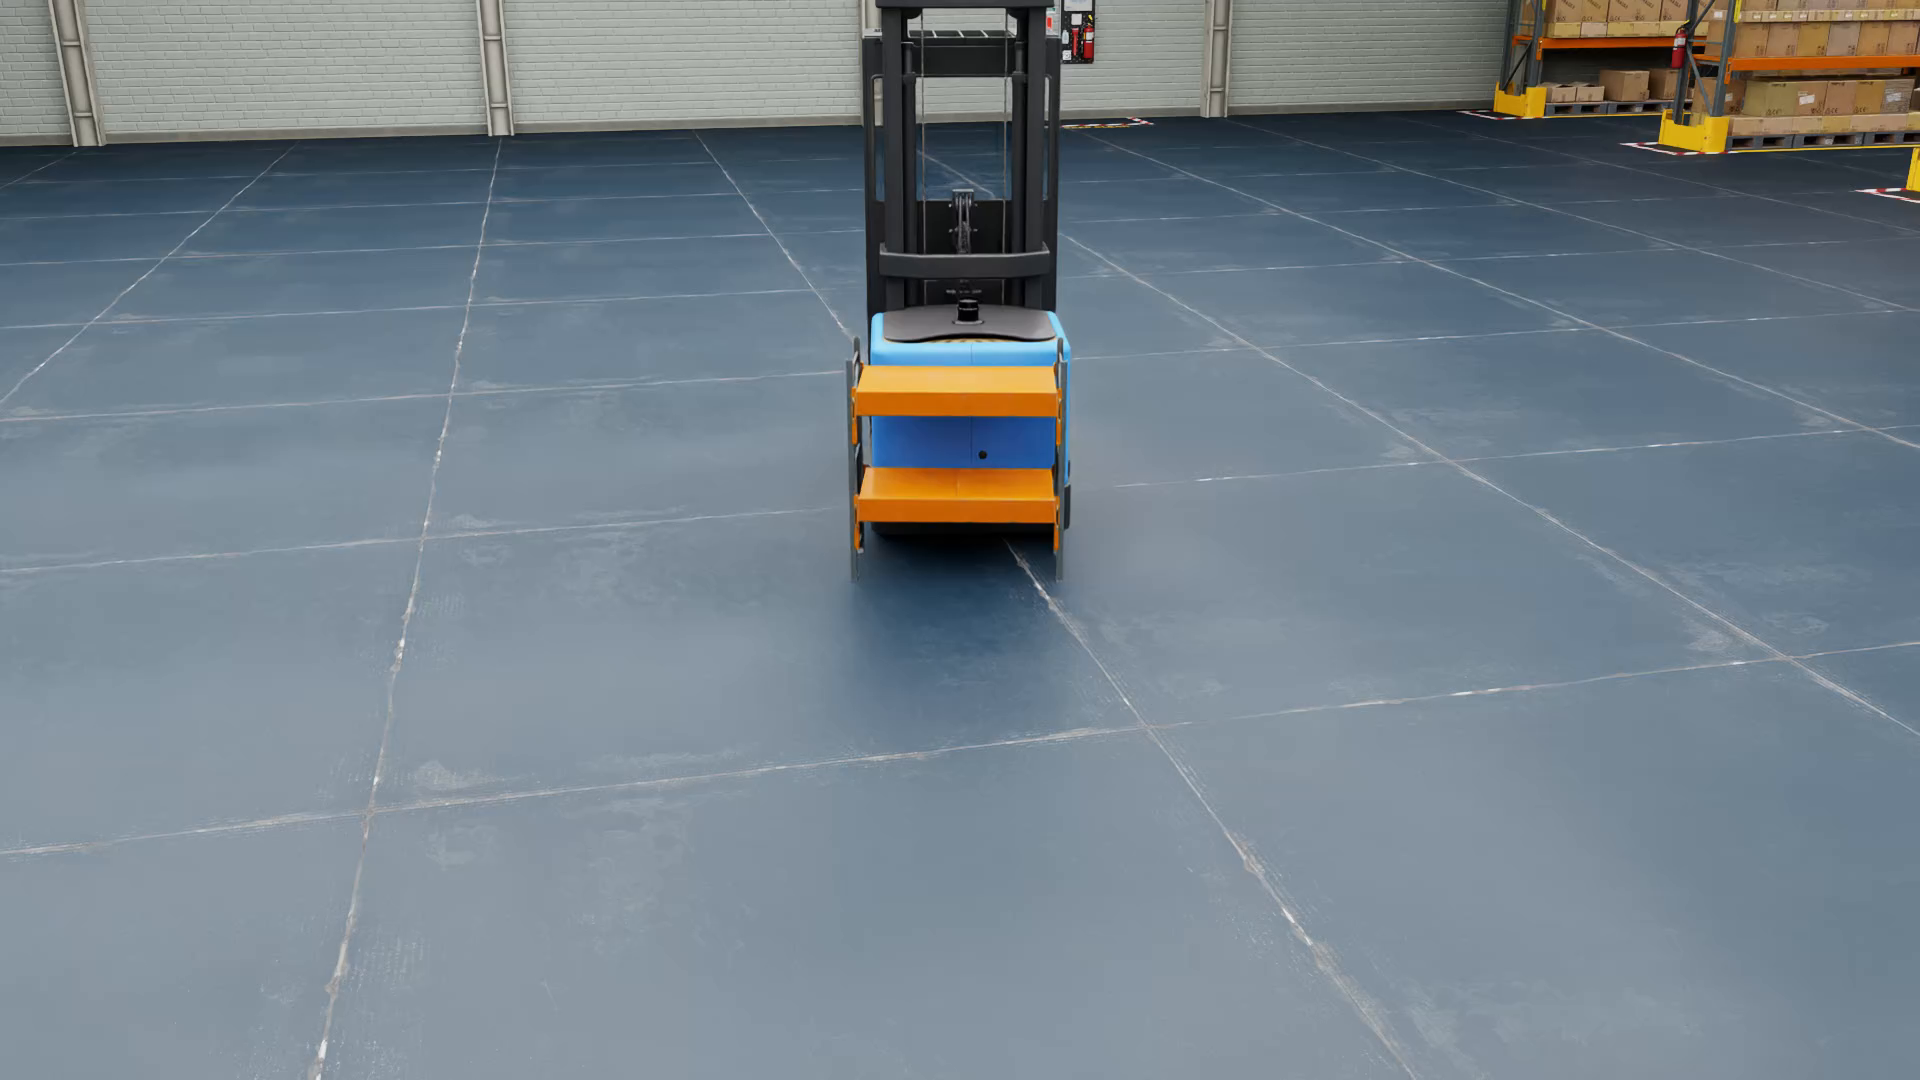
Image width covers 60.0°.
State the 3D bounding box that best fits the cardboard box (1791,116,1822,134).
[{"bbox_3d":[12.457,-6.213,24.801,0.500,0.250,0.500,-5,21,-12],"label":"cardboard box"}]

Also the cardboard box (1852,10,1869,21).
[{"bbox_3d":[13.095,-7.711,24.416,0.250,0.149,0.380,-4,20,-11],"label":"cardboard box"}]

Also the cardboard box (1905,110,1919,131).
[{"bbox_3d":[14.403,-6.371,25.234,0.500,0.250,0.500,-5,21,-12],"label":"cardboard box"}]

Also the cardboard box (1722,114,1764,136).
[{"bbox_3d":[11.484,-6.132,24.582,0.500,0.250,0.500,-5,21,-12],"label":"cardboard box"}]

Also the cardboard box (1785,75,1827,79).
[{"bbox_3d":[12.821,-6.782,25.264,0.500,0.500,0.500,-5,21,-12],"label":"cardboard box"}]

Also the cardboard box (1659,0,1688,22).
[{"bbox_3d":[12.295,-9.305,28.955,0.500,0.500,0.500,-5,21,-14],"label":"cardboard box"}]

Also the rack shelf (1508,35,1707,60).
[{"bbox_3d":[11.714,-8.737,29.350,4.000,0.370,1.077,-5,21,-12],"label":"rack shelf"}]

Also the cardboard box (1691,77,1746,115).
[{"bbox_3d":[11.365,-6.659,24.928,0.500,0.500,0.500,-5,21,-12],"label":"cardboard box"}]

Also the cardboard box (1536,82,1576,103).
[{"bbox_3d":[10.462,-7.885,29.248,0.500,0.311,0.500,-7,21,-19],"label":"cardboard box"}]

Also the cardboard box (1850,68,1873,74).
[{"bbox_3d":[16.336,-8.506,30.669,0.500,0.500,0.700,-5,21,-13],"label":"cardboard box"}]

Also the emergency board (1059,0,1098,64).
[{"bbox_3d":[1.997,-8.604,27.940,0.643,1.169,0.194,-5,21,-12],"label":"emergency board"}]

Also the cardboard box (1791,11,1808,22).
[{"bbox_3d":[12.088,-7.629,24.192,0.250,0.149,0.380,-5,21,-13],"label":"cardboard box"}]

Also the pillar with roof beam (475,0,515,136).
[{"bbox_3d":[-6.276,-9.212,20.881,0.400,9.000,9.100,-5,21,-12],"label":"pillar with roof beam"}]

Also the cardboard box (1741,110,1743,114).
[{"bbox_3d":[11.849,-6.349,25.174,0.500,0.250,0.500,-5,21,-12],"label":"cardboard box"}]

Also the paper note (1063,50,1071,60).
[{"bbox_3d":[1.809,-8.199,28.117,0.142,0.148,0.016,-5,21,-12],"label":"paper note"}]

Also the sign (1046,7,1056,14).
[{"bbox_3d":[1.442,-8.857,27.811,0.331,0.109,0.001,-5,21,-12],"label":"sign"}]

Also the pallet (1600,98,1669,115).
[{"bbox_3d":[11.825,-7.761,29.694,1.213,0.211,1.003,-5,21,-12],"label":"pallet"}]

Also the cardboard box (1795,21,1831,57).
[{"bbox_3d":[12.363,-7.419,24.560,0.500,0.500,0.700,-5,21,-12],"label":"cardboard box"}]

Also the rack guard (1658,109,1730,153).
[{"bbox_3d":[10.888,-6.083,24.693,0.348,0.500,1.175,-5,21,-12],"label":"rack guard"}]

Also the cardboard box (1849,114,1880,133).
[{"bbox_3d":[13.431,-6.290,25.013,0.500,0.250,0.500,-5,21,-12],"label":"cardboard box"}]

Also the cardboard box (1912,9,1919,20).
[{"bbox_3d":[14.093,-7.793,24.639,0.250,0.149,0.380,-5,21,-14],"label":"cardboard box"}]

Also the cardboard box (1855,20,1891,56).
[{"bbox_3d":[13.373,-7.502,24.789,0.500,0.500,0.700,-4,21,-12],"label":"cardboard box"}]

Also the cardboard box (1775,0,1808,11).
[{"bbox_3d":[11.931,-7.995,24.247,0.500,0.500,0.700,-5,21,-14],"label":"cardboard box"}]

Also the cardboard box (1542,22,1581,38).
[{"bbox_3d":[10.316,-8.788,28.632,0.500,0.250,0.500,-5,21,-14],"label":"cardboard box"}]

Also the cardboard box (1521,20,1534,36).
[{"bbox_3d":[10.178,-8.957,29.095,0.500,0.250,0.500,-4,21,-12],"label":"cardboard box"}]

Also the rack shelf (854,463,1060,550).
[{"bbox_3d":[-0.012,-0.172,8.360,1.000,0.278,0.538,0,20,1],"label":"rack shelf"}]

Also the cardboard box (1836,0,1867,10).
[{"bbox_3d":[12.908,-8.075,24.465,0.500,0.500,0.700,-5,21,-12],"label":"cardboard box"}]

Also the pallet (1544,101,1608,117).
[{"bbox_3d":[10.641,-7.665,29.434,1.213,0.211,1.003,-5,21,-12],"label":"pallet"}]

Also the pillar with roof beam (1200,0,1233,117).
[{"bbox_3d":[5.402,-10.162,23.474,0.400,9.000,9.100,-5,21,-12],"label":"pillar with roof beam"}]

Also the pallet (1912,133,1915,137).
[{"bbox_3d":[15.512,-6.337,25.807,1.213,0.211,1.003,-5,21,-12],"label":"pallet"}]

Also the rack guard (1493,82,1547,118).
[{"bbox_3d":[9.842,-7.749,29.241,0.348,0.500,1.175,-5,21,-12],"label":"rack guard"}]

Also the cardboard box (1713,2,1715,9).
[{"bbox_3d":[13.272,-9.383,29.167,0.500,0.500,0.500,-5,21,-13],"label":"cardboard box"}]

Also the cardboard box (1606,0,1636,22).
[{"bbox_3d":[11.289,-9.219,28.720,0.500,0.500,0.500,-5,21,-14],"label":"cardboard box"}]

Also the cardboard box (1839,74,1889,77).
[{"bbox_3d":[13.796,-6.859,25.475,0.500,0.500,0.500,-5,21,-12],"label":"cardboard box"}]

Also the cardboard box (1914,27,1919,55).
[{"bbox_3d":[14.374,-7.585,25.014,0.500,0.500,0.700,-5,21,-14],"label":"cardboard box"}]

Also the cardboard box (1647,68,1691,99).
[{"bbox_3d":[12.660,-8.170,29.752,0.500,0.500,0.500,-6,21,-17],"label":"cardboard box"}]

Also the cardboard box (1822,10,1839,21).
[{"bbox_3d":[12.596,-7.672,24.308,0.250,0.149,0.380,-5,21,-13],"label":"cardboard box"}]

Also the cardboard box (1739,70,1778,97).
[{"bbox_3d":[14.373,-8.330,30.187,0.500,0.500,0.700,-4,20,-11],"label":"cardboard box"}]

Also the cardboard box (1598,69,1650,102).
[{"bbox_3d":[11.742,-8.060,29.452,0.500,0.500,0.700,-6,21,-16],"label":"cardboard box"}]

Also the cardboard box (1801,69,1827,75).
[{"bbox_3d":[15.370,-8.414,30.418,0.500,0.500,0.700,-4,21,-12],"label":"cardboard box"}]

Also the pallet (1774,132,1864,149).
[{"bbox_3d":[12.831,-6.119,25.212,1.213,0.211,1.003,-5,21,-12],"label":"pallet"}]

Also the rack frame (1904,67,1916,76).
[{"bbox_3d":[14.804,-7.575,25.133,0.127,3.000,1.000,-5,21,-12],"label":"rack frame"}]

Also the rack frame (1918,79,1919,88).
[{"bbox_3d":[17.553,-9.549,30.523,0.127,3.000,1.000,-5,21,-12],"label":"rack frame"}]

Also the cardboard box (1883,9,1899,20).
[{"bbox_3d":[13.598,-7.753,24.531,0.250,0.149,0.380,-5,21,-13],"label":"cardboard box"}]

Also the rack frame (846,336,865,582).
[{"bbox_3d":[-0.520,-0.405,8.286,0.032,1.125,0.500,0,20,1],"label":"rack frame"}]

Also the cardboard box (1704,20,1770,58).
[{"bbox_3d":[11.369,-7.338,24.340,0.500,0.500,0.700,-5,21,-12],"label":"cardboard box"}]

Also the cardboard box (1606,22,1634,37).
[{"bbox_3d":[11.315,-8.872,28.862,0.500,0.250,0.500,-5,21,-13],"label":"cardboard box"}]

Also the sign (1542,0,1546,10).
[{"bbox_3d":[9.893,-9.141,28.150,0.005,0.325,0.100,-5,21,-12],"label":"sign"}]

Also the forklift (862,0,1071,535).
[{"bbox_3d":[-0.003,-1.863,9.639,1.130,2.935,3.031,-1,20,-2],"label":"forklift"}]

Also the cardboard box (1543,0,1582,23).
[{"bbox_3d":[10.302,-9.145,28.516,0.500,0.500,0.500,-5,21,-12],"label":"cardboard box"}]

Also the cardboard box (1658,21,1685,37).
[{"bbox_3d":[12.297,-8.951,29.079,0.500,0.250,0.500,-5,21,-13],"label":"cardboard box"}]

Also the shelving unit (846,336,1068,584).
[{"bbox_3d":[-0.012,-0.402,8.276,1.048,1.125,0.538,0,20,1],"label":"shelving unit"}]

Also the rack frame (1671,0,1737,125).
[{"bbox_3d":[10.911,-7.258,24.268,0.127,3.000,1.000,-5,21,-12],"label":"rack frame"}]

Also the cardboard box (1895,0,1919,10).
[{"bbox_3d":[13.882,-8.153,24.680,0.500,0.500,0.700,-5,21,-13],"label":"cardboard box"}]

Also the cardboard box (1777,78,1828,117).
[{"bbox_3d":[12.454,-6.569,24.682,0.500,0.500,0.500,-5,21,-12],"label":"cardboard box"}]

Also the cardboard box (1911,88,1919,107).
[{"bbox_3d":[15.132,-6.872,25.786,0.500,0.311,0.500,-5,21,-12],"label":"cardboard box"}]

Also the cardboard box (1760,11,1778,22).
[{"bbox_3d":[11.599,-7.591,24.087,0.250,0.149,0.380,-5,21,-14],"label":"cardboard box"}]

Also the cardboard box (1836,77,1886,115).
[{"bbox_3d":[13.428,-6.647,24.896,0.500,0.500,0.500,-5,21,-12],"label":"cardboard box"}]
